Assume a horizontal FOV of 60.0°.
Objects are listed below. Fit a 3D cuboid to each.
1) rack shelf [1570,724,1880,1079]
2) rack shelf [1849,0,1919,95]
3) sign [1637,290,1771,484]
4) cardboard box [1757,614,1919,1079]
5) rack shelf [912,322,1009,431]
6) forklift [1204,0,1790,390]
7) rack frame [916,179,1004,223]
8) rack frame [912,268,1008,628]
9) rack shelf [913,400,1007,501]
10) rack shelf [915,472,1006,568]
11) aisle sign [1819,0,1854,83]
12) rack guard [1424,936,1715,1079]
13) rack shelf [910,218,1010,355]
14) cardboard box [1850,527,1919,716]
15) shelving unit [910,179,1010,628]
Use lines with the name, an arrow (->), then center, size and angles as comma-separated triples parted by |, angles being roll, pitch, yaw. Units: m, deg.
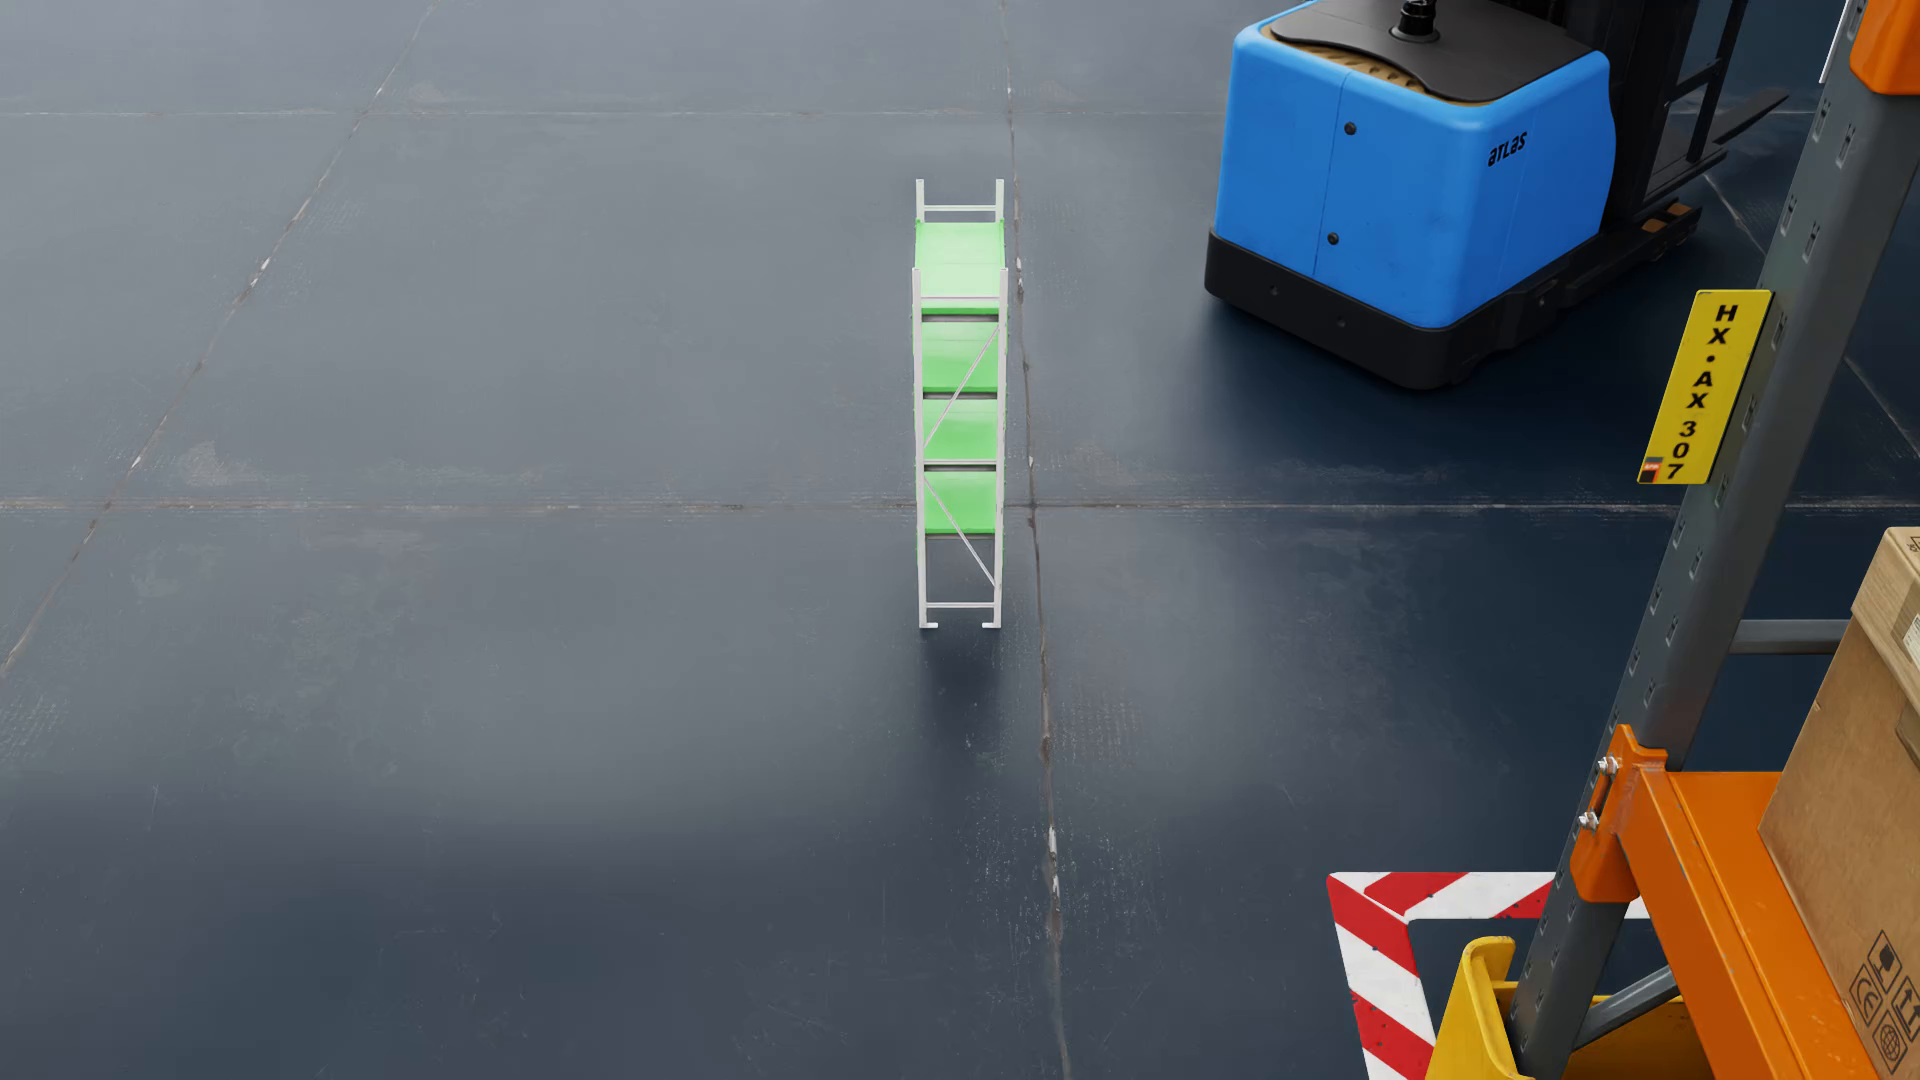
rack shelf -> 1.609, 1.692, 1.315 | 1.077, 0.370, 4.000 | 0, 39, 0
rack shelf -> 1.609, 0.521, 0.377 | 1.077, 0.370, 4.000 | 0, 39, 0
sign -> 1.052, -0.212, 2.360 | 0.100, 0.325, 0.005 | 0, 39, 0
cardboard box -> 1.595, 0.413, 2.255 | 0.700, 0.500, 0.500 | 0, 39, 0
rack shelf -> 0.000, -0.502, 4.635 | 0.258, 0.148, 0.480 | 0, 39, 0
forklift -> 2.351, -2.468, 5.986 | 3.031, 2.935, 1.130 | -30, 48, -32
rack frame -> 0.000, -0.517, 4.936 | 0.240, 1.200, 0.015 | 0, 39, 0
rack frame -> 0.000, -0.212, 4.555 | 0.240, 1.200, 0.015 | 0, 39, 0
rack shelf -> 0.000, -0.315, 4.786 | 0.258, 0.148, 0.480 | 0, 39, 0
rack shelf -> 0.000, -0.128, 4.936 | 0.258, 0.148, 0.480 | 0, 39, 0
aisle sign -> 1.301, -0.895, 1.889 | 0.394, 0.787, 0.004 | 0, 39, 0
rack guard -> 1.607, 1.121, 3.451 | 1.175, 0.500, 0.348 | 0, 39, 0
rack shelf -> 0.000, -0.689, 4.485 | 0.258, 0.148, 0.480 | 0, 39, 0
cardboard box -> 1.392, 0.114, 2.111 | 0.380, 0.149, 0.250 | 0, 39, 0
shelving unit -> 0.000, -0.365, 4.746 | 0.258, 1.200, 0.503 | 0, 39, 0
